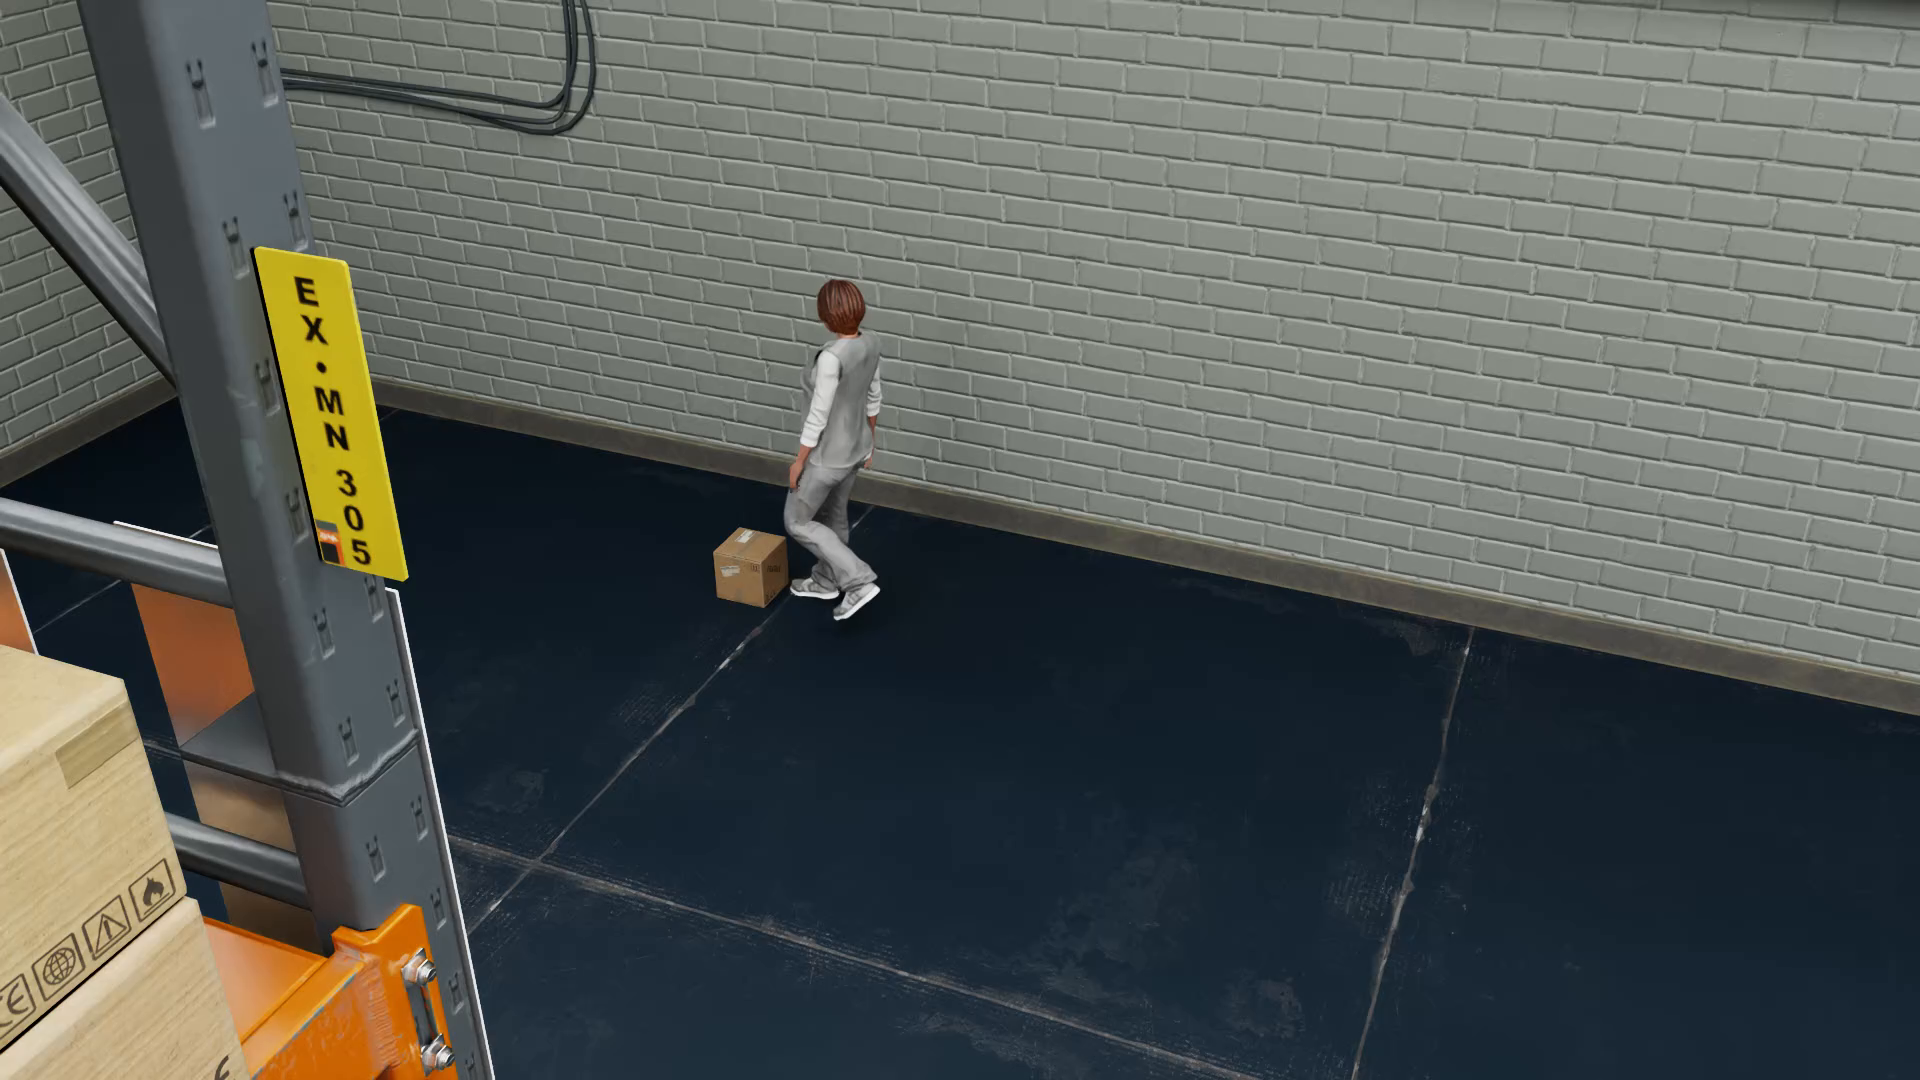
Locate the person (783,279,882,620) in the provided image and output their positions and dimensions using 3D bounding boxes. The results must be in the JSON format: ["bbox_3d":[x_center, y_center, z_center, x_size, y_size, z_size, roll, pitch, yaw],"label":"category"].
[{"bbox_3d":[-0.561,-0.366,7.272,0.599,1.601,0.467,15,33,24],"label":"person"}]
